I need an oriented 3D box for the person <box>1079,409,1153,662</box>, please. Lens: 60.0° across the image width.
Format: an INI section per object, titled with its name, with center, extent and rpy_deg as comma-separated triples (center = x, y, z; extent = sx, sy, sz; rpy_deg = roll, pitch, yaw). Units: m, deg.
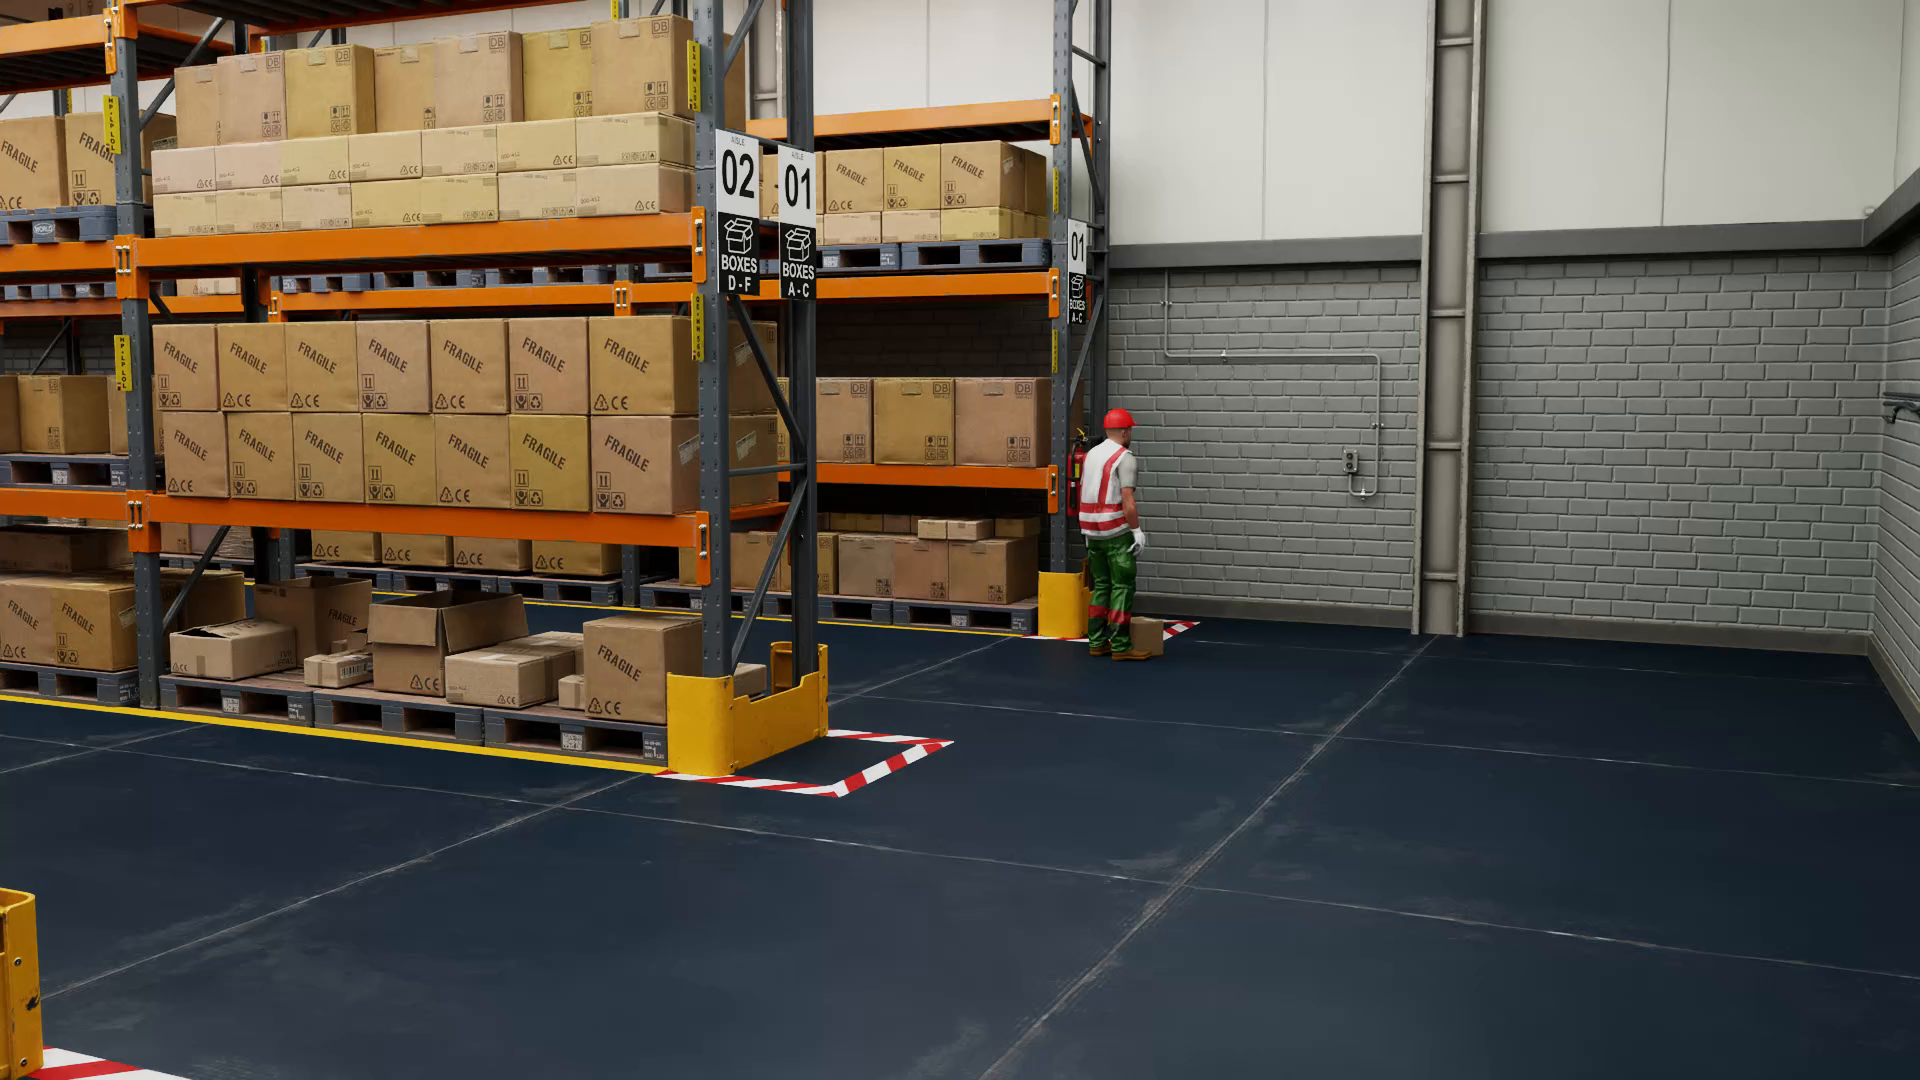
[person]
center = 1.095, -0.048, 11.897
extent = 0.451, 1.779, 0.618
rpy_deg = -3, 6, -32
